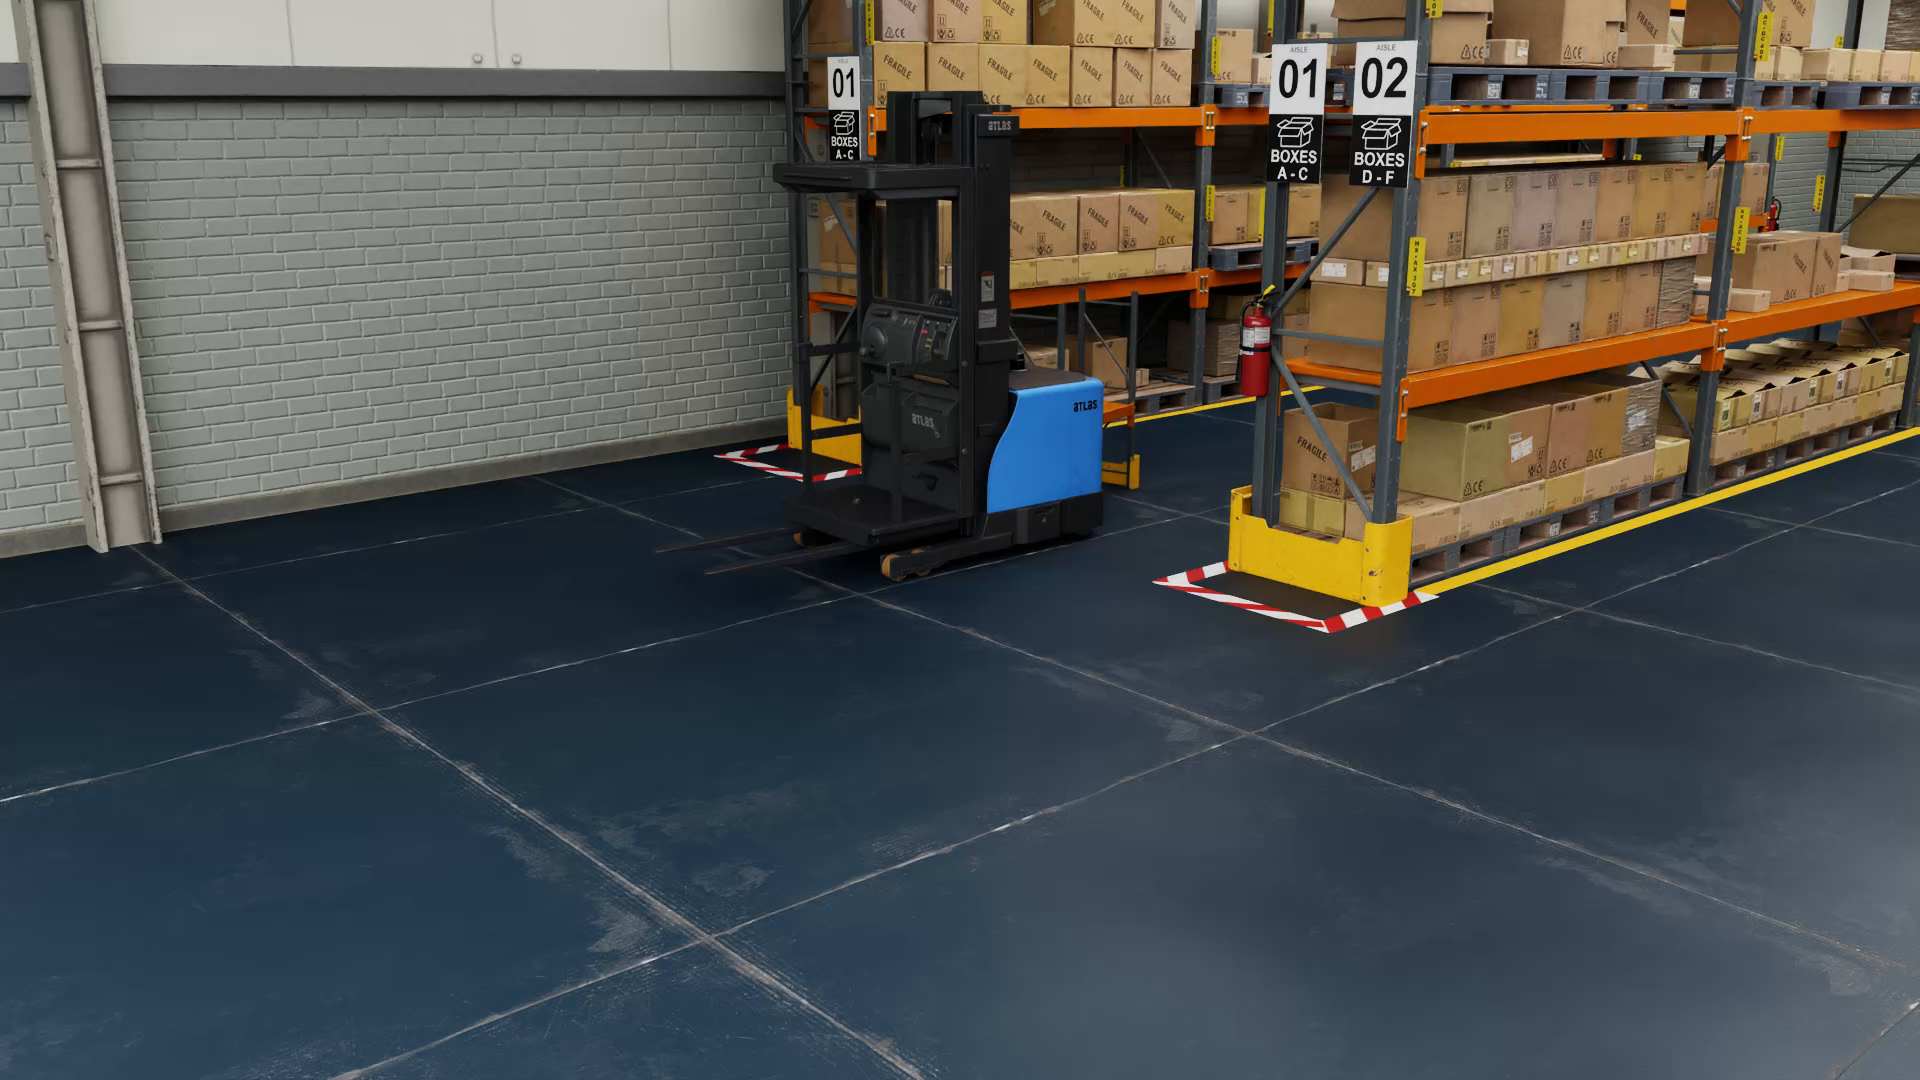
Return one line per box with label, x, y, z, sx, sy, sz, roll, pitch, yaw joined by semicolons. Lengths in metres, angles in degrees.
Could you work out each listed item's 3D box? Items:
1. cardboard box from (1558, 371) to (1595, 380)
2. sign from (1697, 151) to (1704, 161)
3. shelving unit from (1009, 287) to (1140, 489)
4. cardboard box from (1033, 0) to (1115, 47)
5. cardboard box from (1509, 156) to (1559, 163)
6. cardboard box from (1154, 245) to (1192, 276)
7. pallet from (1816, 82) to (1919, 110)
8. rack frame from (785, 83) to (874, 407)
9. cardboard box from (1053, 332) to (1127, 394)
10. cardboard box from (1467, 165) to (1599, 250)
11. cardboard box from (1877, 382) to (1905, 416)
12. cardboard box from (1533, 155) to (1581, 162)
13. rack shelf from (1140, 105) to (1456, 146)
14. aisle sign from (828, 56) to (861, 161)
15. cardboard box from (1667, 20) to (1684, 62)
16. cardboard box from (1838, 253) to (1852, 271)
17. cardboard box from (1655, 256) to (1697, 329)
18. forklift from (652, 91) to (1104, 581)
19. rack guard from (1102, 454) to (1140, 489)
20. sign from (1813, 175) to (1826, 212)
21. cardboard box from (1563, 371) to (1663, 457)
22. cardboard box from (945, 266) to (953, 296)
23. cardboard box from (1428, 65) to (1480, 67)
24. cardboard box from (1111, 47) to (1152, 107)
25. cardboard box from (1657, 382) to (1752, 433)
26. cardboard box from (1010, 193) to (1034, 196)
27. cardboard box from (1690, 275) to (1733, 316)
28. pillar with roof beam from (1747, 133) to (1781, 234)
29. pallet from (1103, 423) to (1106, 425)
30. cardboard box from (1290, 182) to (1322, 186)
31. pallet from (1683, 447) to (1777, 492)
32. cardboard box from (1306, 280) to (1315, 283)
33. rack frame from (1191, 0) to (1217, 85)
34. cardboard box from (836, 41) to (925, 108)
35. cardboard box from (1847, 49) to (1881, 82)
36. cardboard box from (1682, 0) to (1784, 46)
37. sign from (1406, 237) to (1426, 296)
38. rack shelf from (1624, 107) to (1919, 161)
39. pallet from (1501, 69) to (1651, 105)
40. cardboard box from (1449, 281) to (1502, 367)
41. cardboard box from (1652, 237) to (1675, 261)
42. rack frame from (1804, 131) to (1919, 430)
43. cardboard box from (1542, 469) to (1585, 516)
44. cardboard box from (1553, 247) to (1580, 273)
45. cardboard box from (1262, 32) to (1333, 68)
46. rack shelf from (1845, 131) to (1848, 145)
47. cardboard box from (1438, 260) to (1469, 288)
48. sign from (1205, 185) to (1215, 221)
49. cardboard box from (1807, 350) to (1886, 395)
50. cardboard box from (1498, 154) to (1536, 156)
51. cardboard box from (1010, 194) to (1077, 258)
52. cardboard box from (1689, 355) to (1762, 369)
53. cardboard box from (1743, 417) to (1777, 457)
cardboard box;4.301;-1.005;12.260;0.500;0.500;0.500;-13;19;-39
sign;10.667;-5.434;23.949;0.005;0.325;0.100;-13;19;-39
shelving unit;0.827;-1.060;12.312;0.587;1.500;1.083;10;18;34
cardboard box;0.981;-4.503;14.311;0.500;0.500;0.500;-14;20;-41
cardboard box;6.664;-4.368;19.528;0.500;0.250;0.500;-13;20;-40
cardboard box;1.816;-2.633;15.548;0.500;0.250;0.500;-13;19;-39
pallet;6.951;-3.585;13.412;1.213;0.211;1.003;-12;19;-37
rack frame;-1.043;-2.158;13.516;0.127;3.000;1.000;-13;19;-39
cardboard box;1.217;-1.657;15.631;0.500;0.500;0.500;14;21;43
cardboard box;3.762;-2.215;11.023;0.500;0.500;0.700;-13;19;-39
cardboard box;8.009;-1.287;14.770;0.500;0.250;0.500;-12;19;-38
cardboard box;7.048;-4.454;19.852;0.500;0.250;0.500;-12;19;-38
rack shelf;3.483;-4.276;17.027;4.000;0.370;1.077;-13;19;-39
aisle sign;-0.901;-3.343;12.916;0.004;0.787;0.394;-13;19;-39
cardboard box;8.731;-6.247;20.842;0.500;0.500;0.500;-13;20;-40
cardboard box;7.444;-2.392;14.567;0.500;0.311;0.500;-13;20;-40
cardboard box;4.898;-1.844;12.145;0.500;0.500;0.700;-13;20;-41
forklift;-0.490;-1.315;10.495;3.031;2.935;1.130;-12;19;-37
rack guard;1.116;-0.561;12.865;0.587;0.250;0.087;10;18;34
sign;7.883;-3.174;15.232;0.005;0.325;0.100;-13;19;-39
cardboard box;4.638;-0.905;11.886;0.500;0.500;0.500;-13;19;-39
cardboard box;-0.084;-2.207;13.950;0.500;0.250;0.500;-13;20;-41
cardboard box;2.907;-3.088;10.390;0.500;0.250;0.500;-13;19;-39
cardboard box;1.366;-4.126;14.838;0.500;0.500;0.500;14;20;42
cardboard box;5.704;-1.039;12.753;0.500;0.311;0.500;-13;19;-39
cardboard box;0.326;-2.836;14.852;0.500;0.500;0.500;-12;19;-39
cardboard box;5.571;-1.891;12.808;0.500;0.250;0.500;-11;19;-36
pillar with roof beam;15.322;-7.554;22.094;0.400;9.000;9.100;-13;19;-39
pallet;0.570;-1.160;15.183;1.213;0.211;1.003;-13;19;-39
cardboard box;3.718;-3.477;17.408;0.500;0.500;0.700;-13;19;-39
pallet;5.759;-0.657;13.300;1.213;0.211;1.003;-13;19;-39
cardboard box;4.012;-2.664;17.948;0.500;0.250;0.500;-12;19;-38
rack frame;1.974;-5.734;15.278;0.127;3.000;1.000;-13;19;-39
cardboard box;-0.627;-3.673;13.143;0.500;0.500;0.500;-12;19;-38
cardboard box;7.118;-3.854;13.530;0.500;0.250;0.500;-13;20;-40
cardboard box;5.720;-3.910;12.288;0.500;0.500;0.500;-12;19;-39
sign;2.571;-1.541;9.377;0.005;0.325;0.100;-13;19;-39
rack shelf;6.738;-3.312;13.419;4.000;0.370;1.077;-13;19;-39
pallet;3.682;-2.923;10.739;1.213;0.211;1.003;-13;19;-39
cardboard box;2.965;-1.409;10.518;0.500;0.500;0.700;-12;19;-38
cardboard box;4.780;-2.059;11.696;0.250;0.149;0.380;-13;20;-41
rack frame;8.246;-2.549;14.981;0.127;3.000;1.000;-13;19;-39
cardboard box;3.894;-0.370;11.336;0.500;0.250;0.500;-13;19;-39
cardboard box;3.809;-1.840;10.877;0.250;0.149;0.380;-12;19;-39
cardboard box;3.369;-4.822;16.669;0.500;0.500;0.500;-14;20;-41
rack shelf;9.755;-3.990;15.955;4.000;0.370;1.077;-13;19;-39
cardboard box;2.846;-1.626;10.072;0.250;0.149;0.380;-13;20;-41
sign;2.336;-3.149;15.550;0.005;0.325;0.100;-13;19;-39
cardboard box;7.625;-1.469;14.363;0.500;0.311;0.500;-13;20;-40
cardboard box;6.726;-4.552;20.215;0.500;0.250;0.500;-14;20;-41
cardboard box;0.669;-2.737;14.485;0.500;0.500;0.500;-12;19;-38
cardboard box;6.494;-1.399;14.104;0.500;0.311;0.500;-13;20;-40
cardboard box;6.082;-0.853;13.143;0.500;0.250;0.500;-12;19;-38
